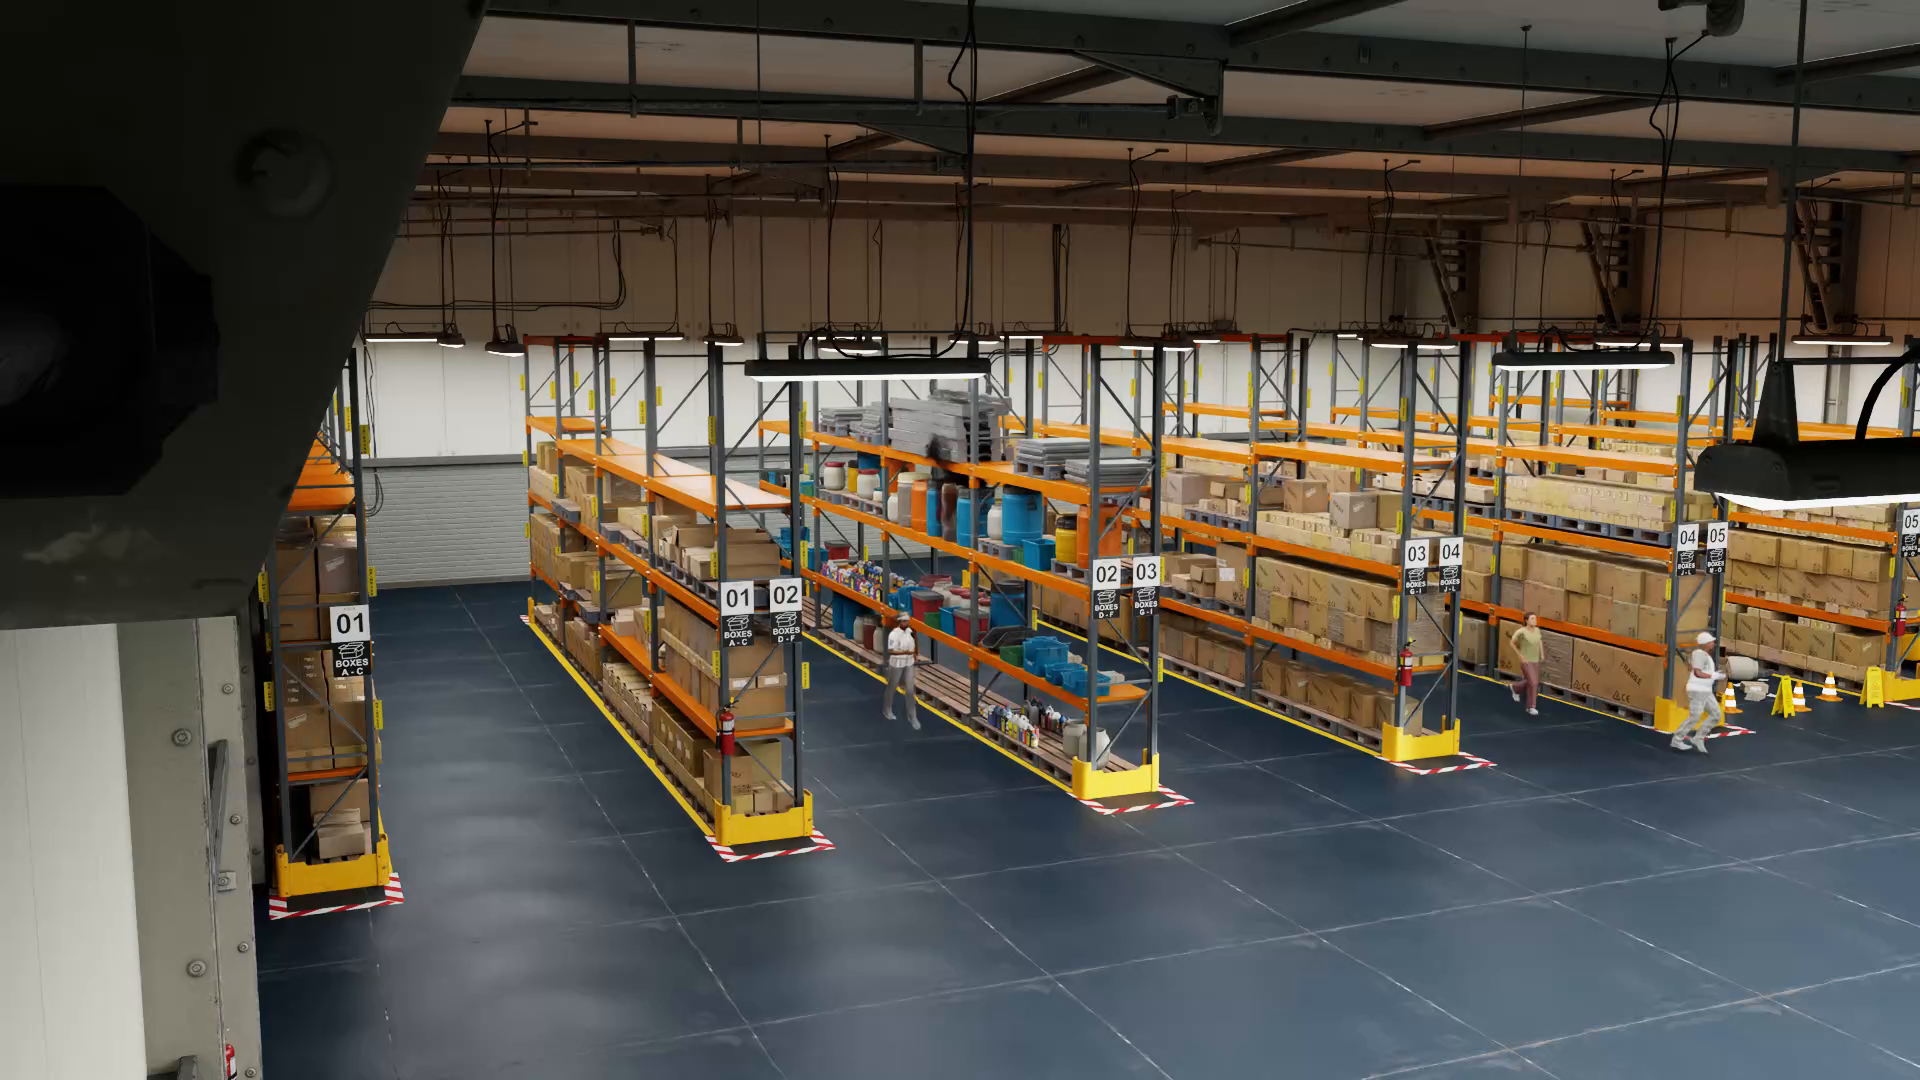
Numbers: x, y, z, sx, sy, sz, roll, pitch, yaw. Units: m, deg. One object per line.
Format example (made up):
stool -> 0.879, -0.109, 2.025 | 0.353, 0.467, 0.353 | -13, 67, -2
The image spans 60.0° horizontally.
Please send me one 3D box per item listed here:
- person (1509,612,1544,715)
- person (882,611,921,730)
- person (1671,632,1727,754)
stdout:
person -> 9.155, 1.956, 26.911 | 0.599, 1.640, 0.733 | -3, 8, -24
person -> -0.869, 1.919, 24.802 | 0.519, 1.767, 0.792 | -5, 9, -34
person -> 10.892, 2.241, 24.396 | 0.682, 1.777, 0.686 | 6, 9, 37
